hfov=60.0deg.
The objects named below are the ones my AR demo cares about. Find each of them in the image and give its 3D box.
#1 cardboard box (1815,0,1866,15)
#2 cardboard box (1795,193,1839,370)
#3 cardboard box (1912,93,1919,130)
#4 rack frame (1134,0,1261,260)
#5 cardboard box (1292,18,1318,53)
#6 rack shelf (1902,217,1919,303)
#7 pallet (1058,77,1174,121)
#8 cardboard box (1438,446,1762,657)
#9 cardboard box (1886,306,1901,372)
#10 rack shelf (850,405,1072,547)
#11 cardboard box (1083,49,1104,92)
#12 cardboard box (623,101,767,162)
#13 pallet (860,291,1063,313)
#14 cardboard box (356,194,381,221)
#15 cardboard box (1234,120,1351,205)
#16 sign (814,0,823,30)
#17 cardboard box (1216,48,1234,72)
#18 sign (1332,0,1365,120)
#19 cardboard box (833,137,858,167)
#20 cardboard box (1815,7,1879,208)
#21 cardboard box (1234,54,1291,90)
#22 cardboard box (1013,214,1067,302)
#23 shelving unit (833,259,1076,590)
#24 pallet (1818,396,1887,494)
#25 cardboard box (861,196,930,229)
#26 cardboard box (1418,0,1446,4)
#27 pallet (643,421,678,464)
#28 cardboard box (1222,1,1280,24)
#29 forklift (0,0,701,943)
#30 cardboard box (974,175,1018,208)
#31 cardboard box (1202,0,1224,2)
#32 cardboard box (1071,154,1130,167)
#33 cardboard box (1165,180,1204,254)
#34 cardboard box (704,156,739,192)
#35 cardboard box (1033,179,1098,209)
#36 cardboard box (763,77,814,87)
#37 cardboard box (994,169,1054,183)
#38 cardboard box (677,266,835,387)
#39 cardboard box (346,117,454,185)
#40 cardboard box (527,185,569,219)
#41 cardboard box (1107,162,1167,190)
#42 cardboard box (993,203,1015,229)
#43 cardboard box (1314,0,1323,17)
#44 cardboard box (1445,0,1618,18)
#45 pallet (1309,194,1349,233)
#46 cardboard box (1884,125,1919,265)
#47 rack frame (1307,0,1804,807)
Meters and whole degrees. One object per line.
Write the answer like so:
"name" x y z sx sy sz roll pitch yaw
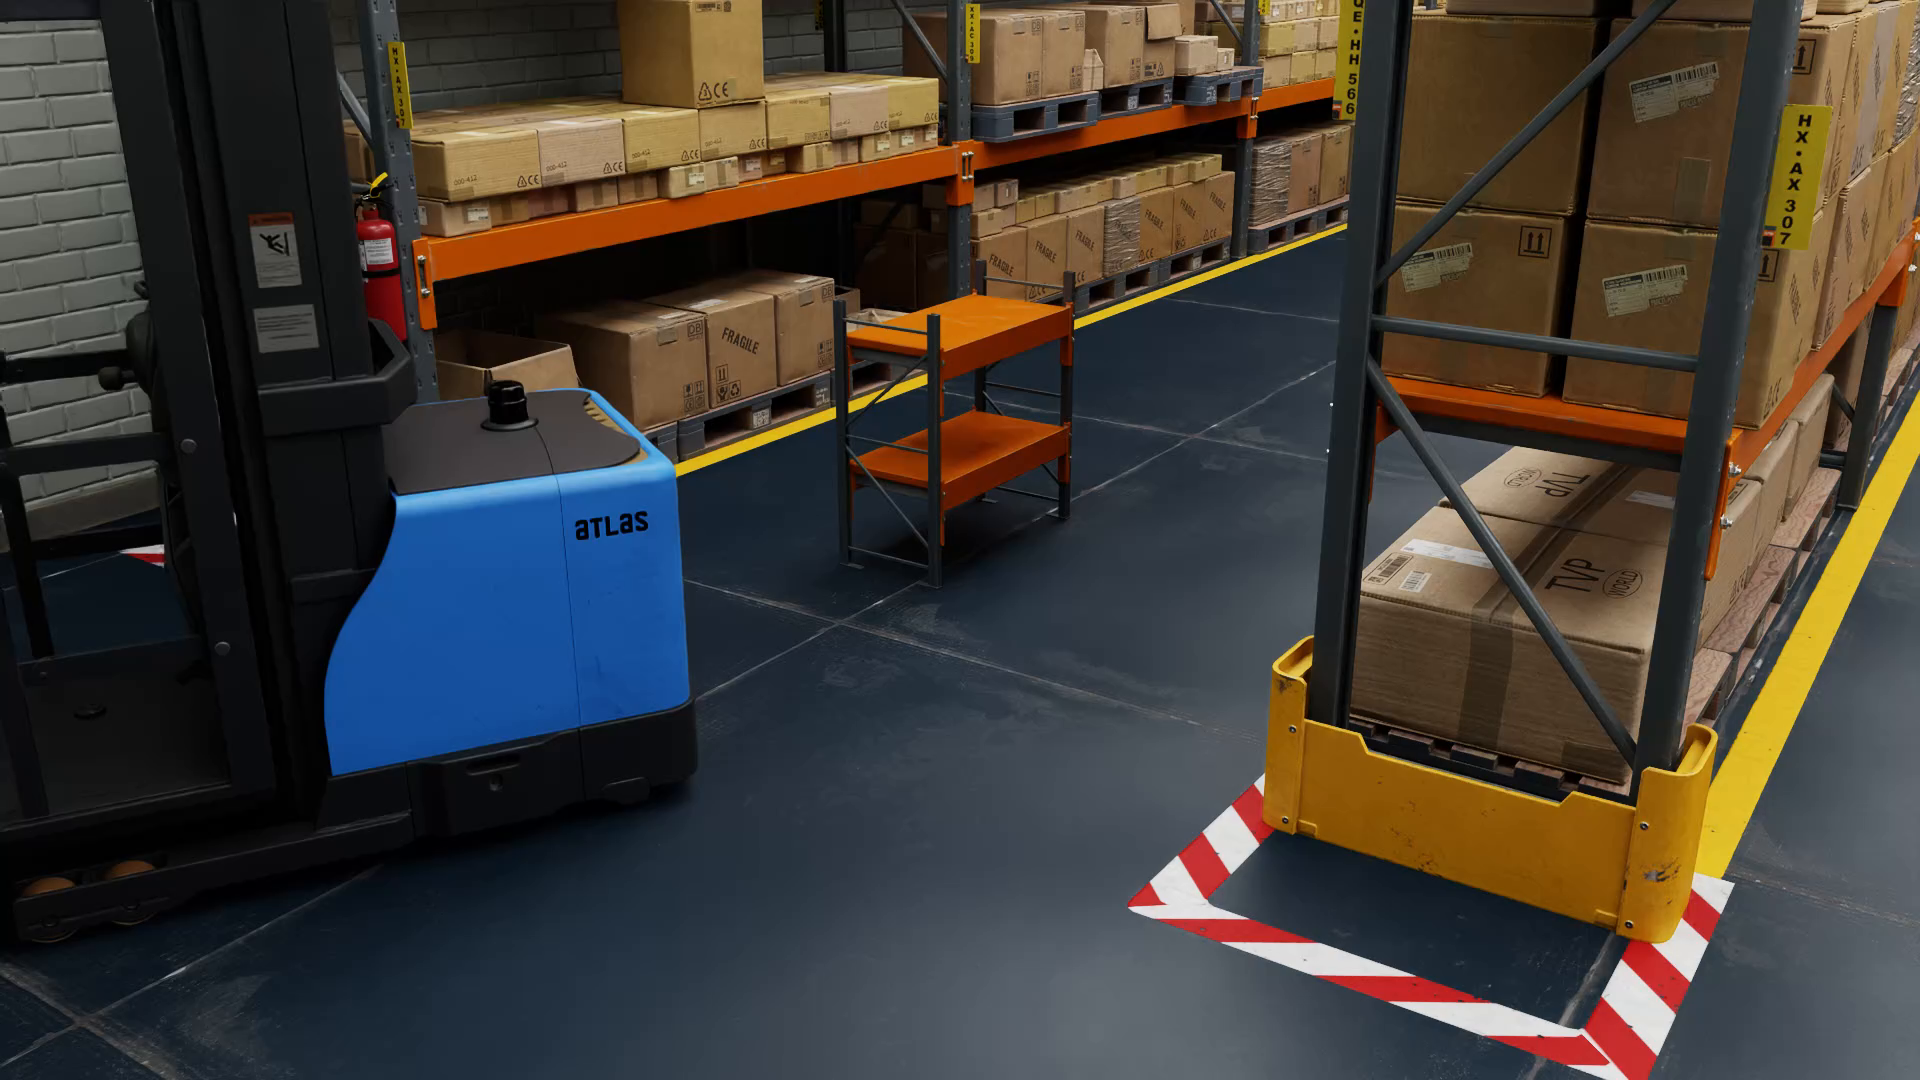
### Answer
"cardboard box" 2.233 -1.512 4.509 0.380 0.149 0.250 14 25 33
"cardboard box" 2.244 -0.782 4.911 0.500 0.500 0.500 13 24 31
"cardboard box" 3.395 -1.833 6.312 0.500 0.500 0.500 13 24 31
"rack frame" 1.865 -3.765 13.120 1.000 3.000 0.127 13 24 32
"cardboard box" 2.599 -4.152 13.663 0.500 0.250 0.500 14 25 33
"rack shelf" 4.848 -1.887 9.080 1.077 0.370 4.000 13 24 32
"pallet" 0.776 -3.116 11.643 1.003 0.211 1.213 13 24 32
"cardboard box" 2.271 0.029 5.951 0.875 0.438 0.875 14 25 33
"cardboard box" 4.508 -1.305 8.927 0.875 0.875 0.875 14 25 33
"rack shelf" -0.004 -0.296 7.149 0.538 0.278 1.000 13 24 32
"cardboard box" 0.715 -3.075 10.843 0.396 0.266 0.258 15 25 34
"cardboard box" -1.319 -2.058 8.293 0.500 0.250 0.500 13 24 30
"pallet" 0.043 -1.550 11.152 1.003 0.211 1.213 13 24 32
"cardboard box" -2.667 -1.499 7.357 0.380 0.149 0.250 13 24 31
"cardboard box" 2.966 -3.407 14.969 0.875 0.625 0.625 12 24 30
"sign" -0.844 -3.268 10.107 0.100 0.325 0.005 13 24 32
"cardboard box" 1.814 -3.581 12.379 0.380 0.149 0.250 14 24 33
"sign" 1.035 -1.267 4.356 0.100 0.325 0.005 13 24 32
"cardboard box" -0.778 -2.131 9.064 0.380 0.149 0.250 14 24 33
"cardboard box" 2.266 -1.251 4.737 0.500 0.500 0.500 13 24 30
"cardboard box" 2.317 -3.775 13.362 0.500 0.250 0.500 13 24 32
"cardboard box" 0.366 -1.892 11.053 0.500 0.500 0.500 13 24 31
"shelving unit" -0.004 -0.526 7.065 0.538 1.125 1.048 13 24 32
"pallet" 4.096 -0.579 8.526 1.003 0.211 1.213 13 24 32
"cardboard box" -0.415 -2.108 10.703 0.380 0.149 0.250 12 24 30
"cardboard box" 4.511 -5.304 16.202 0.380 0.149 0.250 13 24 31
"pallet" -2.142 -0.413 8.077 1.003 0.211 1.213 13 24 32
"cardboard box" 2.288 -4.150 13.082 0.380 0.149 0.250 14 25 33
"forklift" -2.359 -0.521 4.450 3.031 2.935 1.130 -10 22 -24
"cardboard box" 0.145 -2.221 10.579 0.380 0.149 0.250 12 23 29
"cardboard box" 1.936 -4.346 13.611 0.380 0.149 0.250 14 24 33
"cardboard box" 1.069 -2.847 12.701 0.380 0.149 0.250 14 24 33
"cardboard box" 1.516 -2.485 12.657 0.500 0.500 0.500 13 24 31
"cardboard box" -1.324 -1.832 8.257 0.380 0.149 0.250 14 24 33
"cardboard box" 0.721 -2.384 11.450 0.380 0.149 0.250 14 25 34
"cardboard box" -1.161 -2.452 9.358 0.500 0.250 0.500 13 24 31
"cardboard box" 0.445 -2.555 11.910 0.380 0.149 0.250 12 24 30
"cardboard box" -1.113 -1.187 9.148 0.700 0.500 0.500 12 24 30
"cardboard box" -2.593 -1.723 7.386 0.500 0.250 0.500 14 25 33
"cardboard box" -1.996 -1.557 7.513 0.380 0.149 0.250 13 24 31
"cardboard box" 1.299 -2.685 12.262 0.380 0.149 0.250 14 25 33
"cardboard box" 0.130 -2.092 10.659 0.380 0.149 0.250 13 24 30
"cardboard box" 2.813 -4.461 13.923 0.380 0.149 0.250 14 24 32
"cardboard box" 1.512 -1.465 4.381 0.380 0.149 0.250 14 24 33
"pallet" 3.047 -3.035 15.164 1.003 0.211 1.213 13 24 32
"cardboard box" 3.390 -1.366 6.490 0.500 0.500 0.500 13 24 31
"rack frame" 1.476 -0.503 4.301 1.000 3.000 0.127 13 24 32
